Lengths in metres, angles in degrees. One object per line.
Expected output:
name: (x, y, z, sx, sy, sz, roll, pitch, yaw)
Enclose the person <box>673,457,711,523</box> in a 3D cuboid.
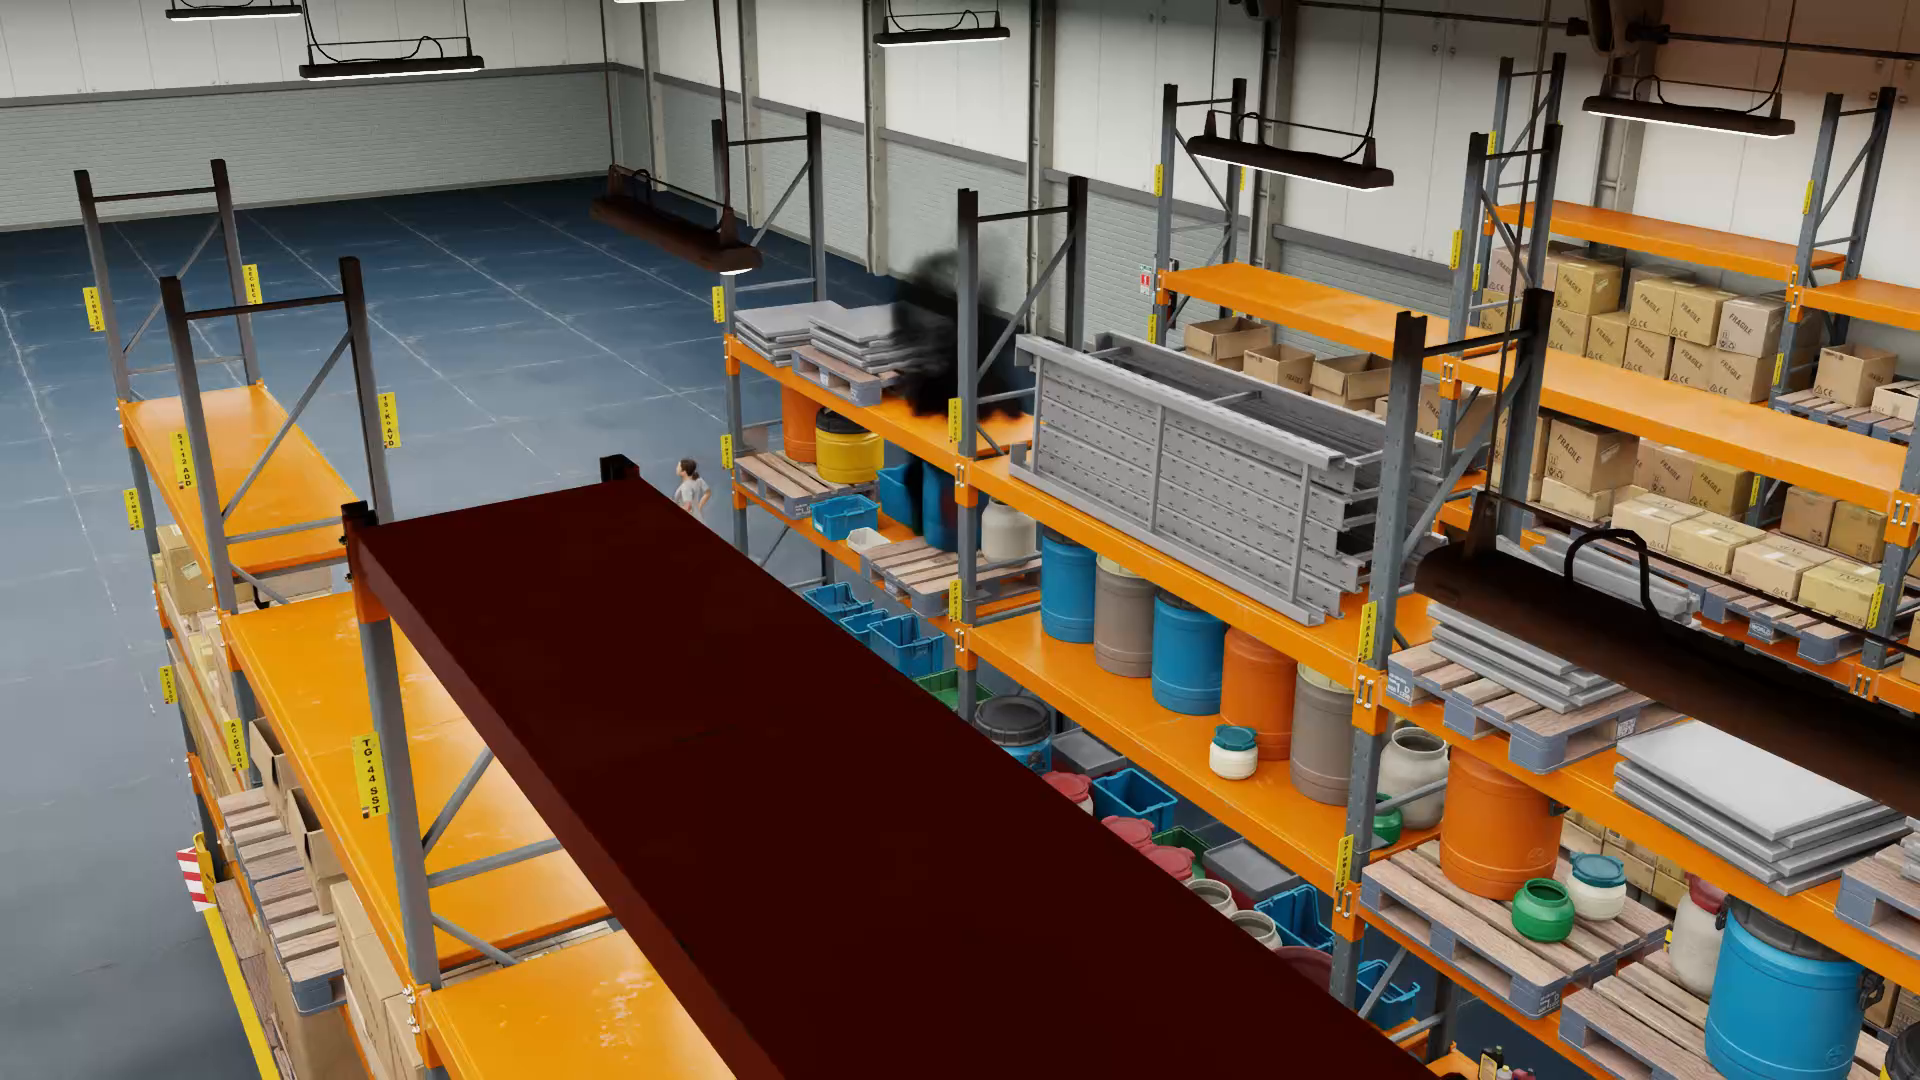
person: (-3.126, -0.155, 19.532, 0.897, 1.688, 0.554, 0, 22, -1)
